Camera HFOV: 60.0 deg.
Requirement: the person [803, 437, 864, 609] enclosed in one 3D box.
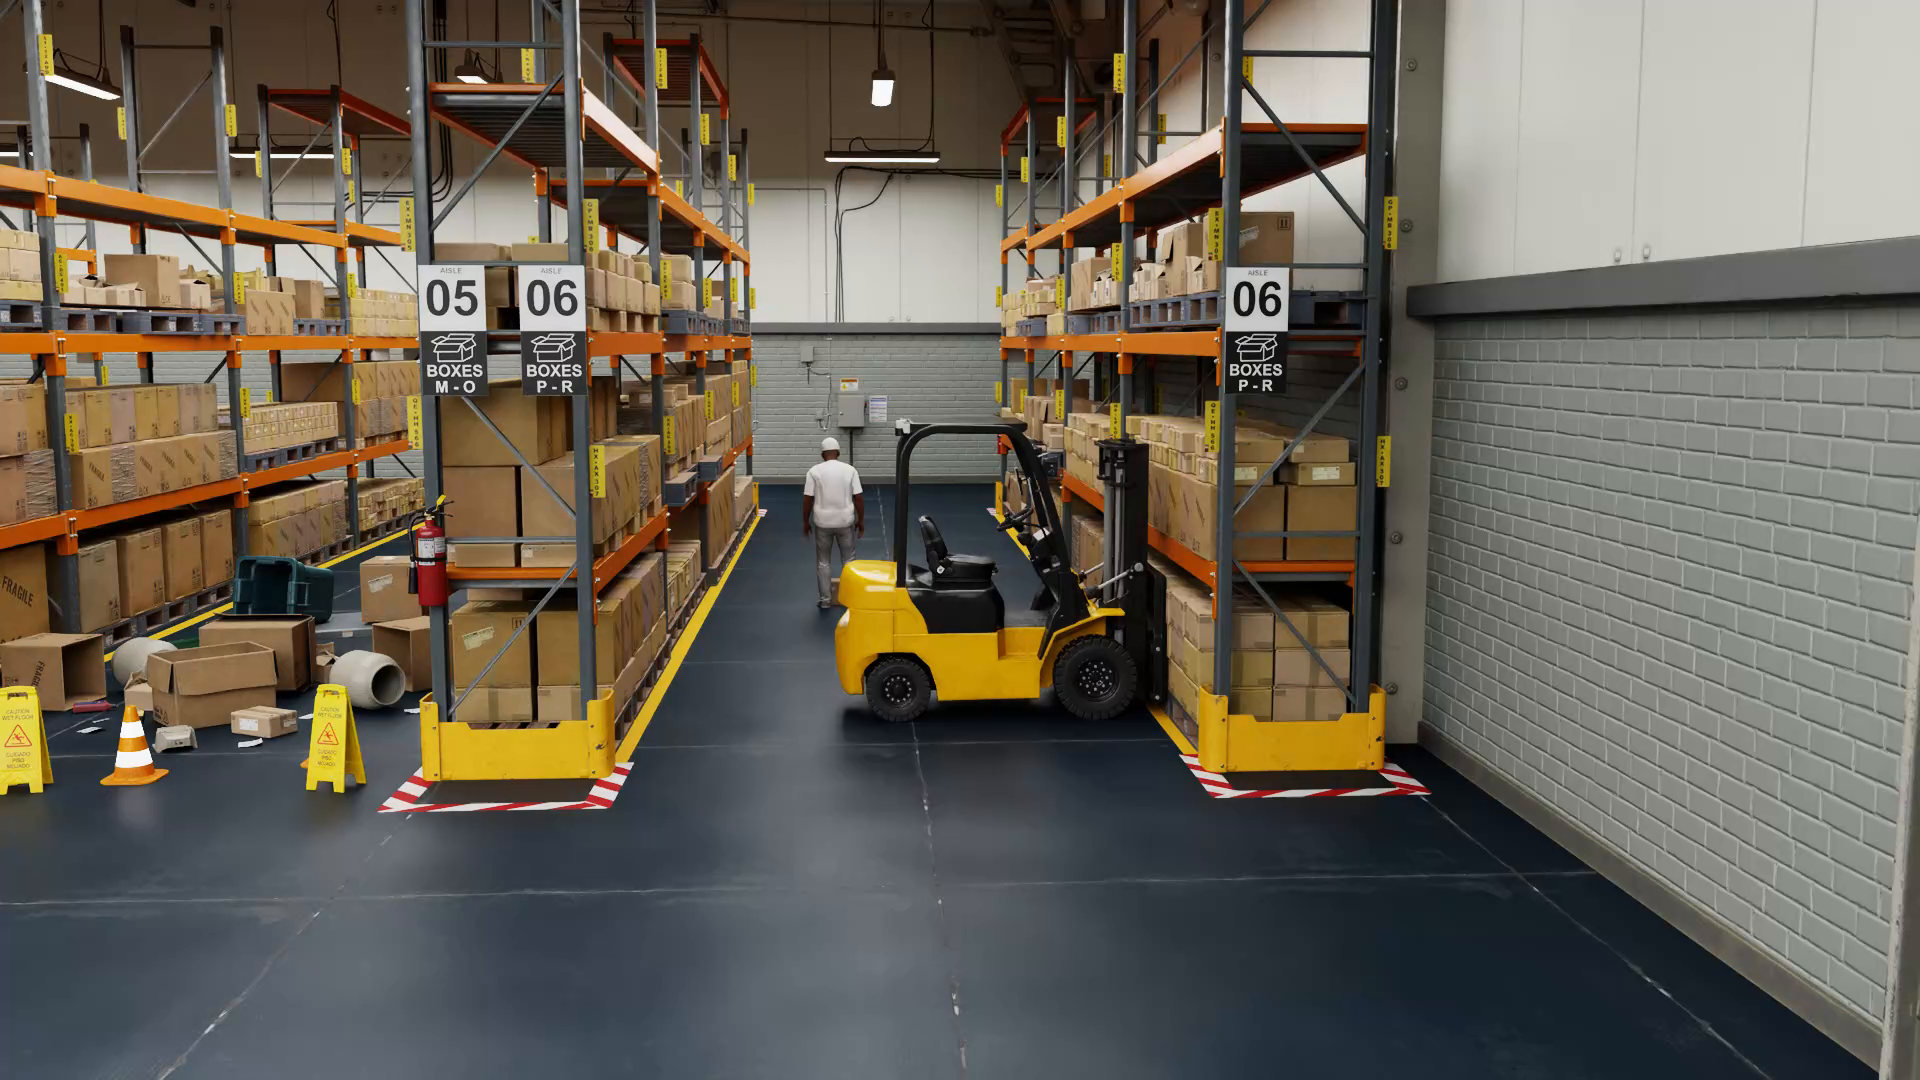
[{"bbox_3d":[-1.305,-0.178,17.162,0.633,1.759,0.462,-1,7,-7],"label":"person"}]
